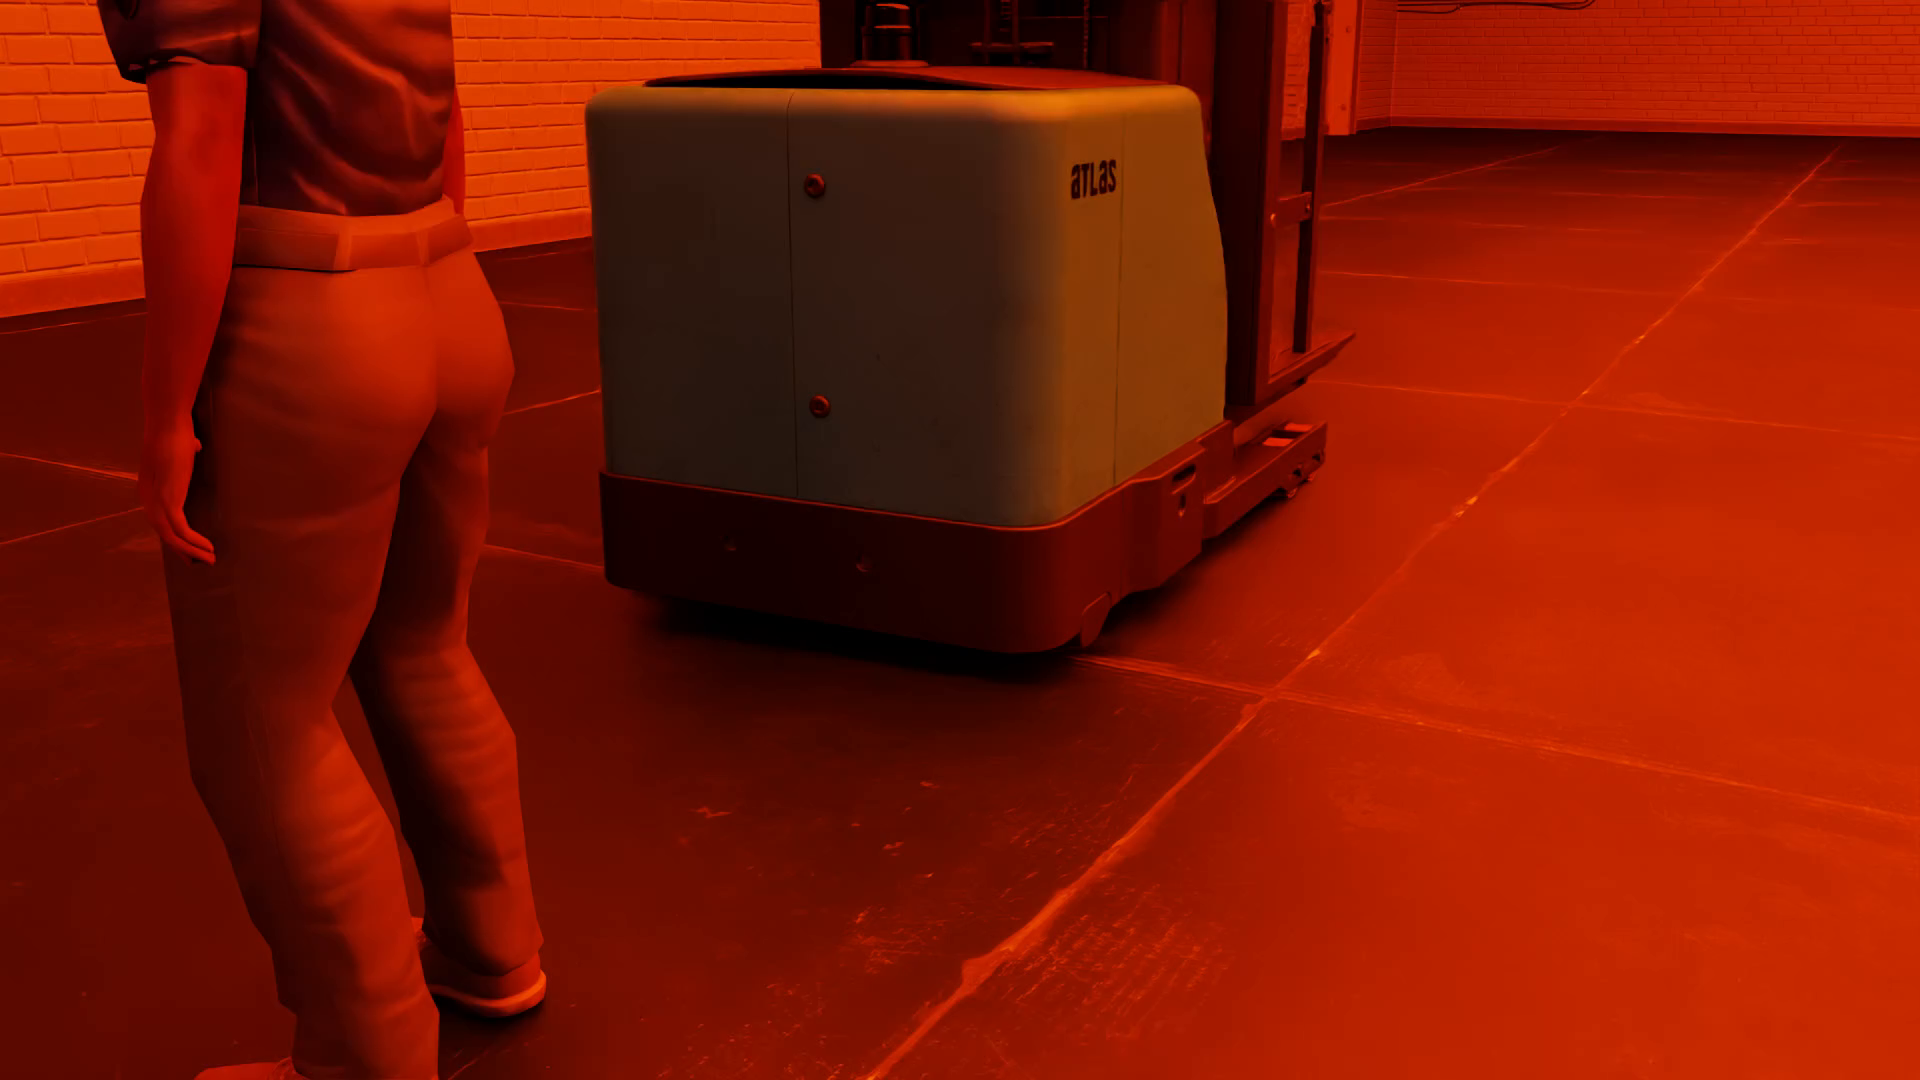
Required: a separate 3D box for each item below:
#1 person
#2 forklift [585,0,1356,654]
[{"bbox_3d":[-0.663,-0.175,1.712,0.349,1.653,0.520,4,17,12],"label":"person"},{"bbox_3d":[0.363,-1.564,4.165,1.130,2.935,3.031,8,18,26],"label":"forklift"}]
